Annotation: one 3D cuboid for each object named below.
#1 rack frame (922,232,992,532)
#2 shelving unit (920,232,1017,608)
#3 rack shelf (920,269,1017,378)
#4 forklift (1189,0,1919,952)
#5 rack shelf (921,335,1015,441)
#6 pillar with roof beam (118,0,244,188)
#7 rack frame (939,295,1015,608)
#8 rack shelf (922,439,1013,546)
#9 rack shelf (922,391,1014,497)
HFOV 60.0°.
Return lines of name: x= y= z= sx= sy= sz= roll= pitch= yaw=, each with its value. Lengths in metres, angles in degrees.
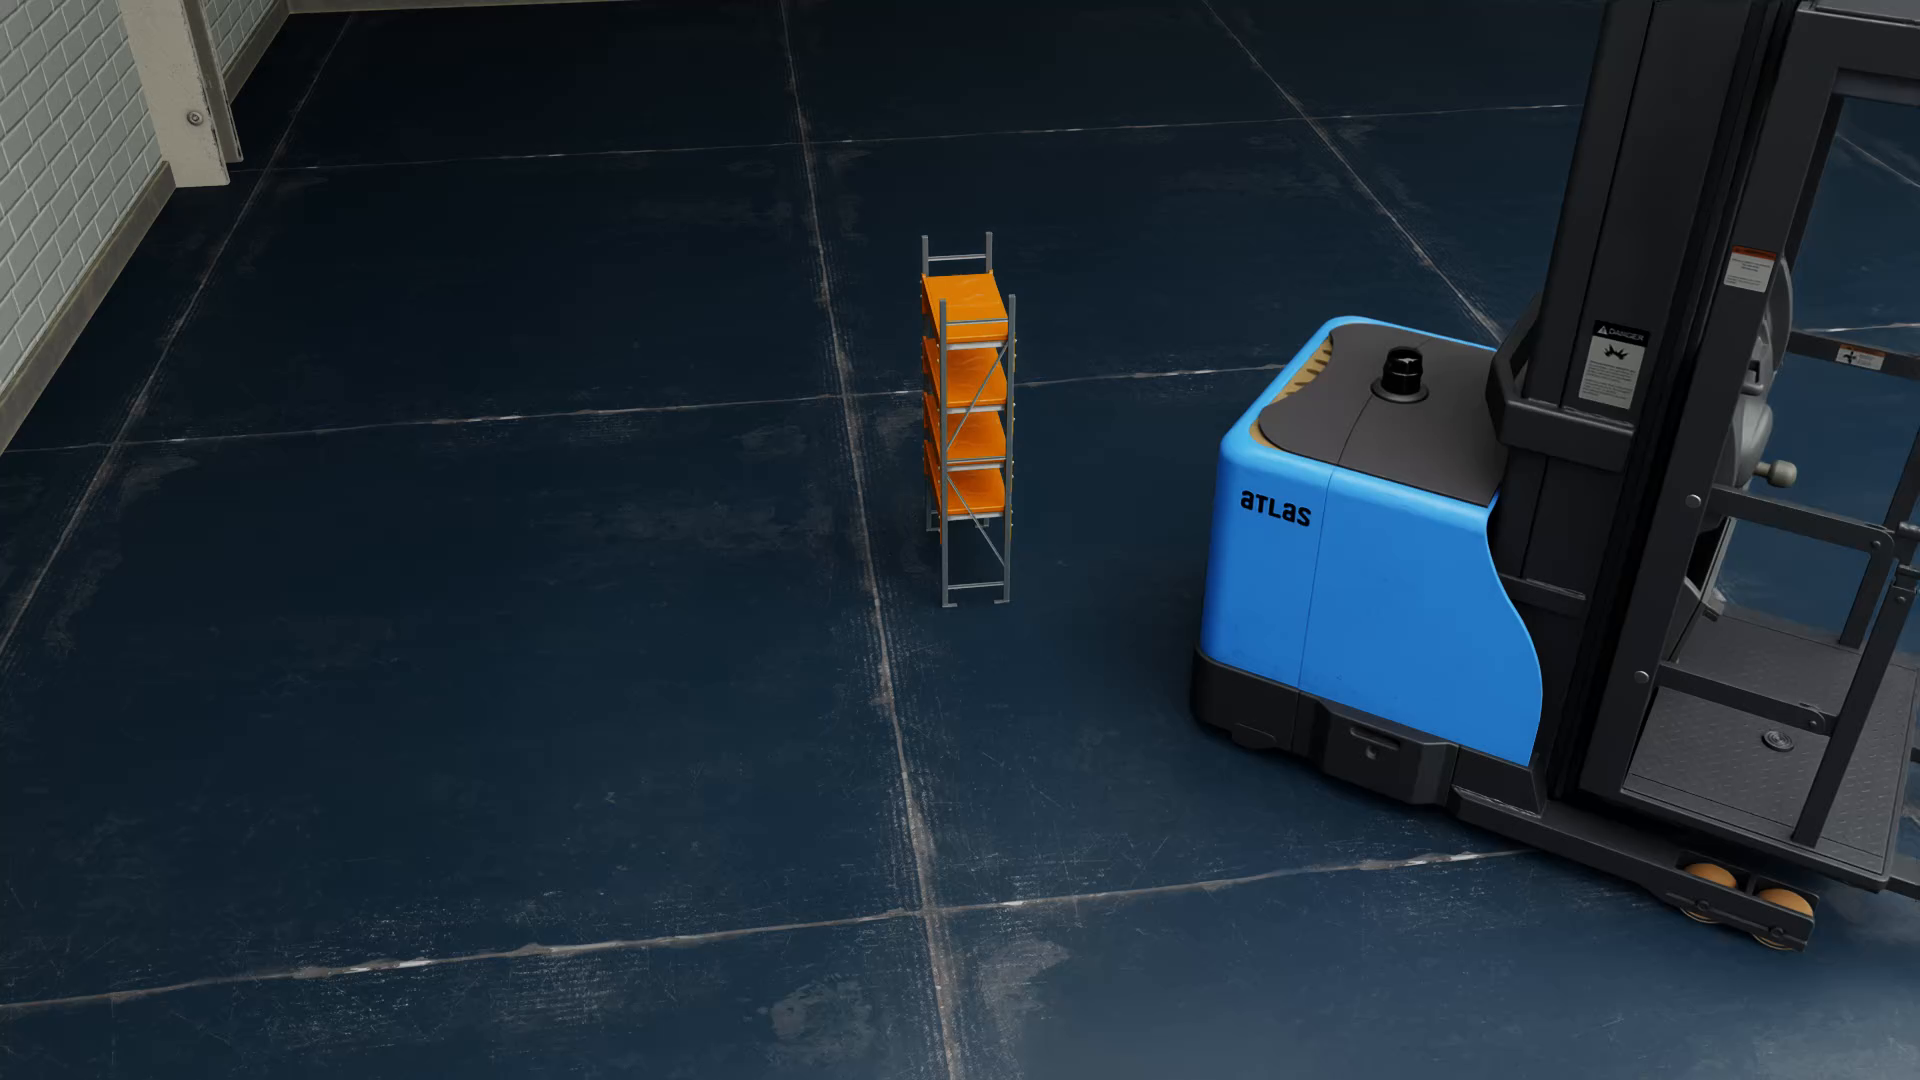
rack frame: x=-0.011 y=-0.540 z=5.976 sx=0.240 sy=1.200 sz=0.015 roll=-4 pitch=35 yaw=-6
shelving unit: x=0.022 y=-0.403 z=5.777 sx=0.258 sy=1.200 sz=0.503 roll=-4 pitch=35 yaw=-6
rack shelf: x=0.022 y=-0.728 z=5.555 sx=0.258 sy=0.148 sz=0.480 roll=-4 pitch=35 yaw=-6
forklift: x=2.269 y=-0.425 z=4.271 sx=3.031 sy=2.935 sz=1.130 roll=18 pitch=38 yaw=25
rack shelf: x=0.022 y=-0.533 z=5.688 sx=0.258 sy=0.148 sz=0.480 roll=-4 pitch=35 yaw=-6
pillar with roof beam: x=0.079 y=-6.088 z=7.193 sx=9.100 sy=9.000 sz=0.400 roll=-4 pitch=35 yaw=-6
rack frame: x=0.055 y=-0.267 z=5.577 sx=0.240 sy=1.200 sz=0.015 roll=-4 pitch=35 yaw=-6
rack shelf: x=0.022 y=-0.184 z=5.926 sx=0.258 sy=0.148 sz=0.480 roll=-4 pitch=35 yaw=-6
rack shelf: x=0.022 y=-0.348 z=5.814 sx=0.258 sy=0.148 sz=0.480 roll=-4 pitch=35 yaw=-6
